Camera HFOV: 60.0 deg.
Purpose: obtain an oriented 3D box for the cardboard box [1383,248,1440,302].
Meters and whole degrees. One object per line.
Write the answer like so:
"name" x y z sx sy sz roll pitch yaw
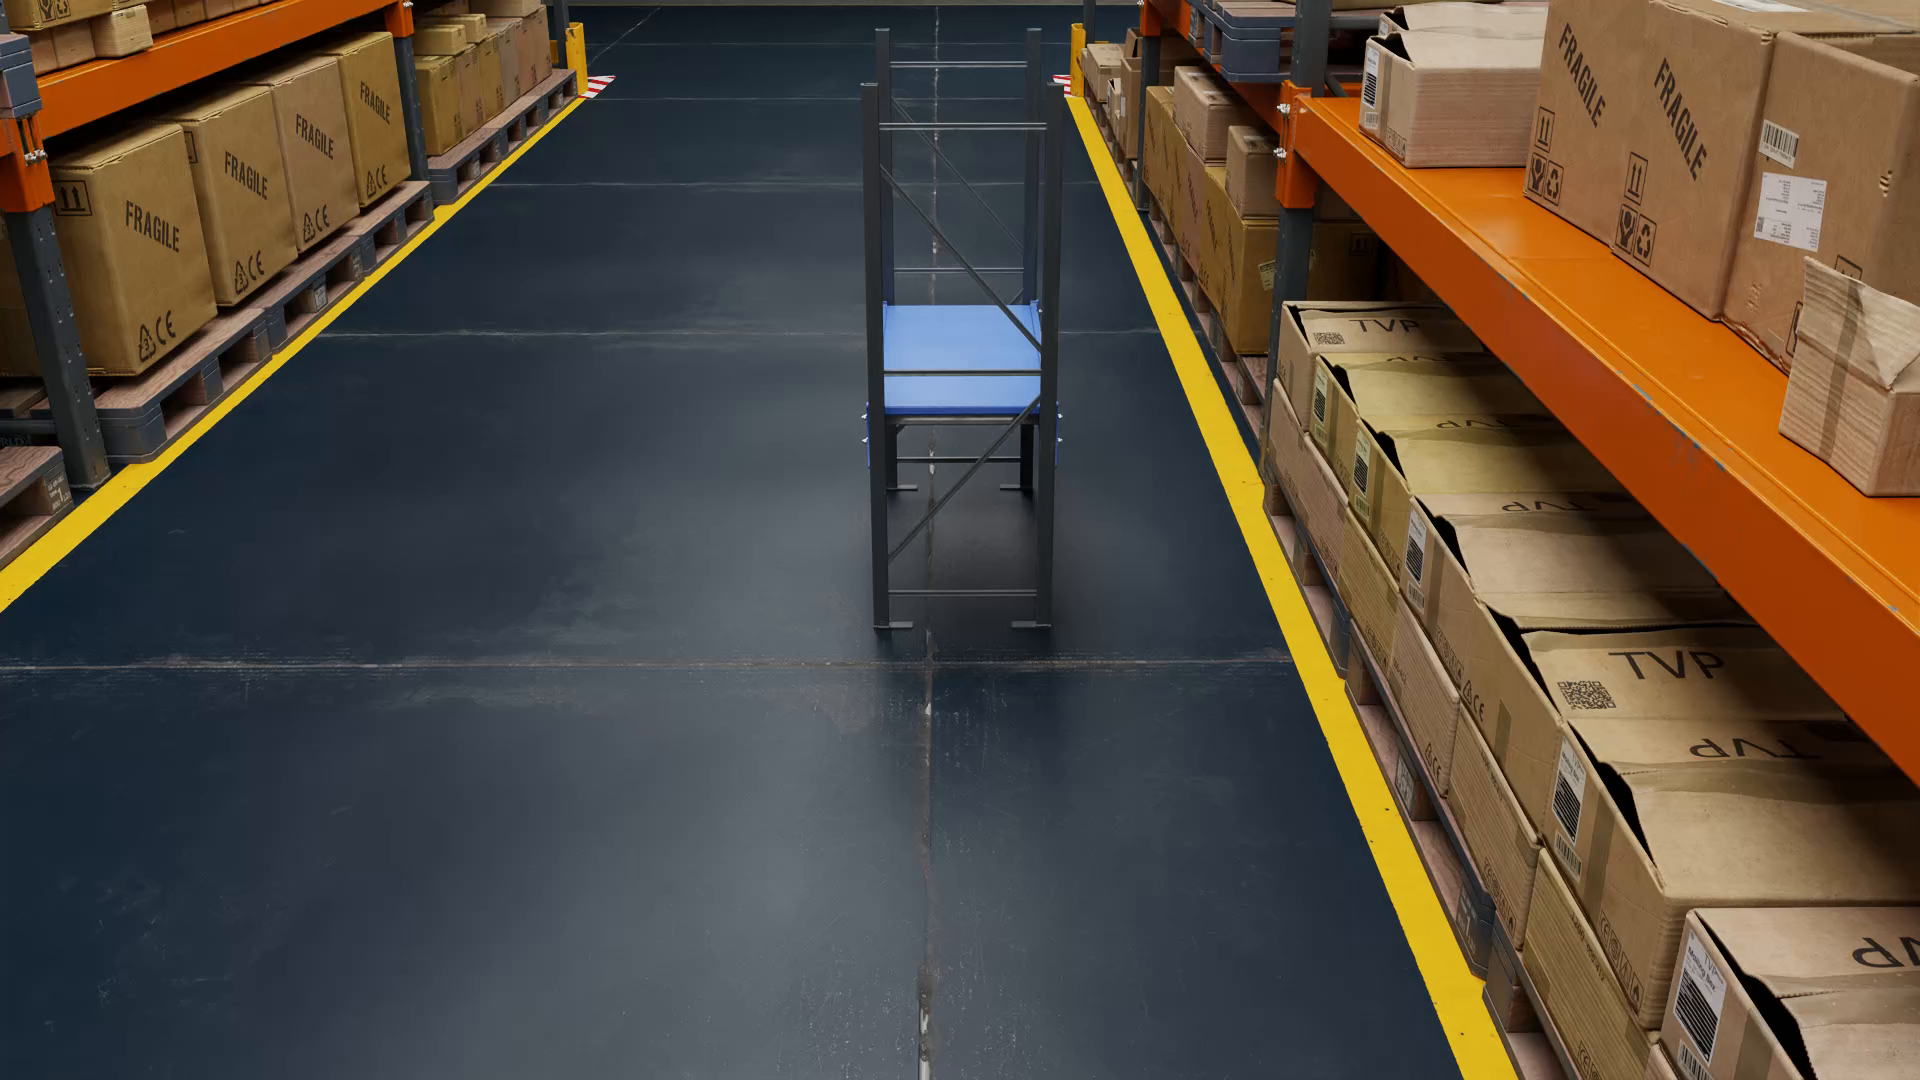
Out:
"cardboard box" 1.816 -0.828 5.941 0.500 0.500 0.500 1 24 2

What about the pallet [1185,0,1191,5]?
"pallet" 1.509 -2.292 6.910 1.003 0.211 1.213 0 24 -1

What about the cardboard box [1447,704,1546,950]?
"cardboard box" 1.274 0.543 3.236 0.500 0.250 0.500 0 24 1

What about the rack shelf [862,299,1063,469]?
"rack shelf" 0.001 -0.484 4.937 0.538 0.185 1.000 0 24 -1

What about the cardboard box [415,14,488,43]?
"cardboard box" -3.195 -3.216 10.457 0.380 0.149 0.250 -1 24 -2

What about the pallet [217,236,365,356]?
"pallet" -3.362 -1.110 7.448 1.003 0.211 1.213 0 24 -1

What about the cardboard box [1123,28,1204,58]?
"cardboard box" 1.466 -3.063 10.878 0.797 0.503 0.637 0 24 -1

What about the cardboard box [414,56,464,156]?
"cardboard box" -3.368 -2.563 9.801 0.700 0.500 0.500 0 24 0

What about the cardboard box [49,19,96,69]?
"cardboard box" -3.184 -1.689 5.625 0.380 0.149 0.250 0 24 0

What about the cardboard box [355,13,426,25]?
"cardboard box" -3.578 -3.228 10.484 0.380 0.149 0.250 0 24 0

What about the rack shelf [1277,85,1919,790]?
"rack shelf" 1.557 -0.426 3.425 1.077 0.370 4.000 0 24 -1

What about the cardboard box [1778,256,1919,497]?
"cardboard box" 1.385 -0.230 2.281 0.396 0.266 0.258 -1 24 -2

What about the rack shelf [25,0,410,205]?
"rack shelf" -3.440 -2.050 7.016 1.077 0.370 4.000 0 24 -1

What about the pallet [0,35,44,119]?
"pallet" -3.304 -1.173 4.437 1.213 0.211 1.003 0 24 -1

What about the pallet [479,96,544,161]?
"pallet" -3.408 -2.749 11.073 1.003 0.211 1.213 0 24 -1

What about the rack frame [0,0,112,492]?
"rack frame" -3.418 -1.554 5.046 1.000 3.000 0.127 0 24 -1

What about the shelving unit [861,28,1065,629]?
"shelving unit" 0.001 -0.648 4.863 0.538 1.500 1.048 0 24 -1

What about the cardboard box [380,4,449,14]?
"cardboard box" -3.584 -3.439 10.950 0.380 0.149 0.250 0 24 0

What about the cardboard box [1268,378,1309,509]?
"cardboard box" 1.247 -0.299 5.099 0.500 0.250 0.500 0 24 -1

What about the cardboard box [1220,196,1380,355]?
"cardboard box" 1.290 -1.024 6.373 0.500 0.500 0.500 1 24 2

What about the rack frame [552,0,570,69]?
"rack frame" -3.506 -4.850 12.335 1.000 3.000 0.127 0 24 -1

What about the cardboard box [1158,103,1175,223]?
"cardboard box" 1.270 -1.867 8.238 0.500 0.500 0.500 0 24 0

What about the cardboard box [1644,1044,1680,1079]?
"cardboard box" 1.284 0.962 2.309 0.500 0.250 0.500 0 24 -1

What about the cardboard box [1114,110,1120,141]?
"cardboard box" 1.137 -2.515 10.097 0.380 0.149 0.250 0 24 -1

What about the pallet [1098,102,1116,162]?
"pallet" 1.469 -2.742 11.058 1.003 0.211 1.213 0 24 -1

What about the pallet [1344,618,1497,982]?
"pallet" 1.515 0.534 3.814 1.003 0.211 1.213 0 24 -1

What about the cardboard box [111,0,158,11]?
"cardboard box" -3.164 -2.161 5.882 0.500 0.500 0.500 1 24 1

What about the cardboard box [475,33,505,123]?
"cardboard box" -3.373 -2.982 10.727 0.700 0.500 0.500 0 24 1

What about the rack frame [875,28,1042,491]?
"rack frame" -0.005 -0.858 5.326 0.500 1.500 0.032 0 24 -1

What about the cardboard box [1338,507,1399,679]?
"cardboard box" 1.265 0.122 4.167 0.500 0.250 0.500 -1 24 -2

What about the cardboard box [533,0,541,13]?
"cardboard box" -3.214 -3.858 11.878 0.380 0.149 0.250 -1 24 -1

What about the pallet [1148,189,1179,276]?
"pallet" 1.538 -1.620 8.577 1.003 0.211 1.213 0 24 -1

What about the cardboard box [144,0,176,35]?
"cardboard box" -3.240 -2.009 6.333 0.380 0.149 0.250 0 24 1

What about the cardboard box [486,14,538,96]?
"cardboard box" -3.392 -3.409 11.671 0.700 0.500 0.500 0 24 -1

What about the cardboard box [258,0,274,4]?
"cardboard box" -3.205 -2.435 7.275 0.380 0.149 0.250 -1 24 -2

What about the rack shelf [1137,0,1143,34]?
"rack shelf" 1.469 -3.722 10.713 1.077 0.370 4.000 0 24 -1

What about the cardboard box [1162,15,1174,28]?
"cardboard box" 1.700 -3.713 12.319 0.500 0.500 0.500 0 24 -1

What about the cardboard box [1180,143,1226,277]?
"cardboard box" 1.273 -1.453 7.322 0.500 0.500 0.500 -1 24 -3

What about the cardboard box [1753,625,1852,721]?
"cardboard box" 1.816 0.285 3.125 0.500 0.311 0.500 -1 24 -2

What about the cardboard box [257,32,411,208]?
"cardboard box" -3.325 -2.147 8.456 0.750 0.750 0.750 0 24 0

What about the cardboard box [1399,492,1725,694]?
"cardboard box" 1.271 0.084 3.571 0.500 0.311 0.500 -1 24 -1

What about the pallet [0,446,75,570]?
"pallet" -3.411 0.039 4.909 1.003 0.211 1.213 0 24 -1

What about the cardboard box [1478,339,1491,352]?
"cardboard box" 1.787 -0.557 4.988 0.500 0.311 0.500 0 24 1

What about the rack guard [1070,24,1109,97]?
"rack guard" 1.448 -3.704 12.833 1.175 0.500 0.348 0 24 -1

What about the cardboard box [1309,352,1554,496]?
"cardboard box" 1.261 -0.338 4.504 0.500 0.311 0.500 -1 24 -2

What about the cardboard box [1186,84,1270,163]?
"cardboard box" 1.270 -1.810 7.202 0.500 0.250 0.500 -1 24 -2

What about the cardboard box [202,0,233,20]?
"cardboard box" -3.218 -2.217 6.793 0.380 0.149 0.250 0 24 0

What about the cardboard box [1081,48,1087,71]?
"cardboard box" 1.109 -3.602 12.499 0.380 0.149 0.250 0 24 -1

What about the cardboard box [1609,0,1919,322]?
"cardboard box" 1.575 -0.715 3.070 0.500 0.500 0.500 0 24 0

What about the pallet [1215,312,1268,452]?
"pallet" 1.565 -0.615 6.354 1.003 0.211 1.213 0 24 -1

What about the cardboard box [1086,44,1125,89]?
"cardboard box" 1.175 -3.391 11.909 0.500 0.250 0.500 0 24 -1

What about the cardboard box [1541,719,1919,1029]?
"cardboard box" 1.276 0.496 2.659 0.500 0.311 0.500 0 24 1

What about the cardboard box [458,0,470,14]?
"cardboard box" -3.591 -3.649 11.415 0.380 0.149 0.250 0 24 0

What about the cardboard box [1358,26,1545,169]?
"cardboard box" 1.351 -1.168 4.300 0.500 0.311 0.500 -1 24 -1

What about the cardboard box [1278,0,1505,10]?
"cardboard box" 1.415 -2.074 5.564 0.700 0.500 0.500 -9 26 -18

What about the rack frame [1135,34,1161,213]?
"rack frame" 1.491 -3.226 8.743 1.000 3.000 0.127 0 24 -1

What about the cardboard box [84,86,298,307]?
"cardboard box" -3.298 -1.430 6.872 0.750 0.750 0.750 0 24 -1
